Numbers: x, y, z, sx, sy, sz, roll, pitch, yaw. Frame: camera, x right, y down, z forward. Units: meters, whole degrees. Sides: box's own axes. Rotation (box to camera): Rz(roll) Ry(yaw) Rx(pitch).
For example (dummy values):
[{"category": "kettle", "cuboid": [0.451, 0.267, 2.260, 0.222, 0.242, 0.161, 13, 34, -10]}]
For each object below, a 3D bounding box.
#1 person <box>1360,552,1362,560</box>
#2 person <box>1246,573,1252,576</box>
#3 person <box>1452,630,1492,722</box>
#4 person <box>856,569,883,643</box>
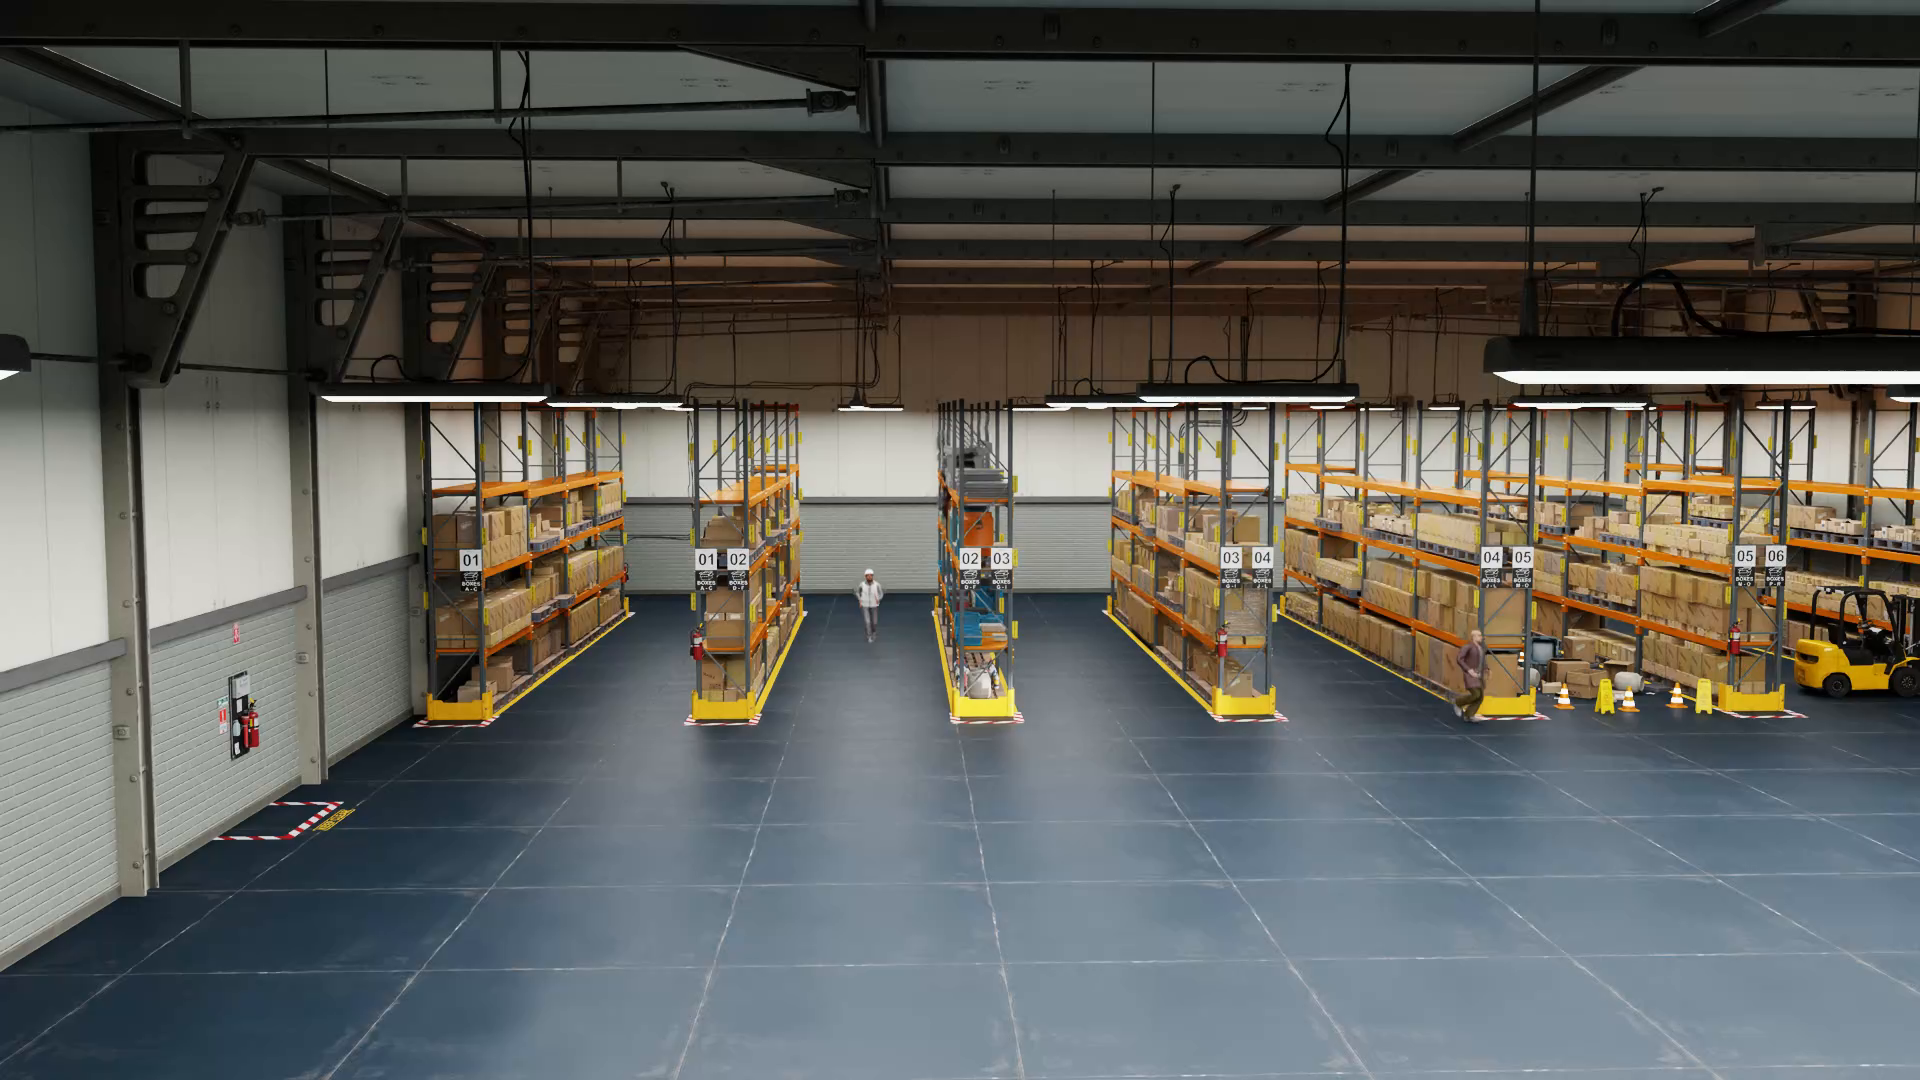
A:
[{"category": "person", "cuboid": [11.730, 1.158, 49.139, 0.674, 1.661, 0.536, 0, 4, 4]}, {"category": "person", "cuboid": [8.076, 1.451, 46.007, 0.690, 1.696, 0.889, 1, 4, 9]}, {"category": "person", "cuboid": [9.521, 2.529, 30.932, 0.734, 1.709, 0.615, -3, 5, -36]}, {"category": "person", "cuboid": [-2.149, 1.567, 39.478, 0.650, 1.742, 0.582, 0, 4, -6]}]
